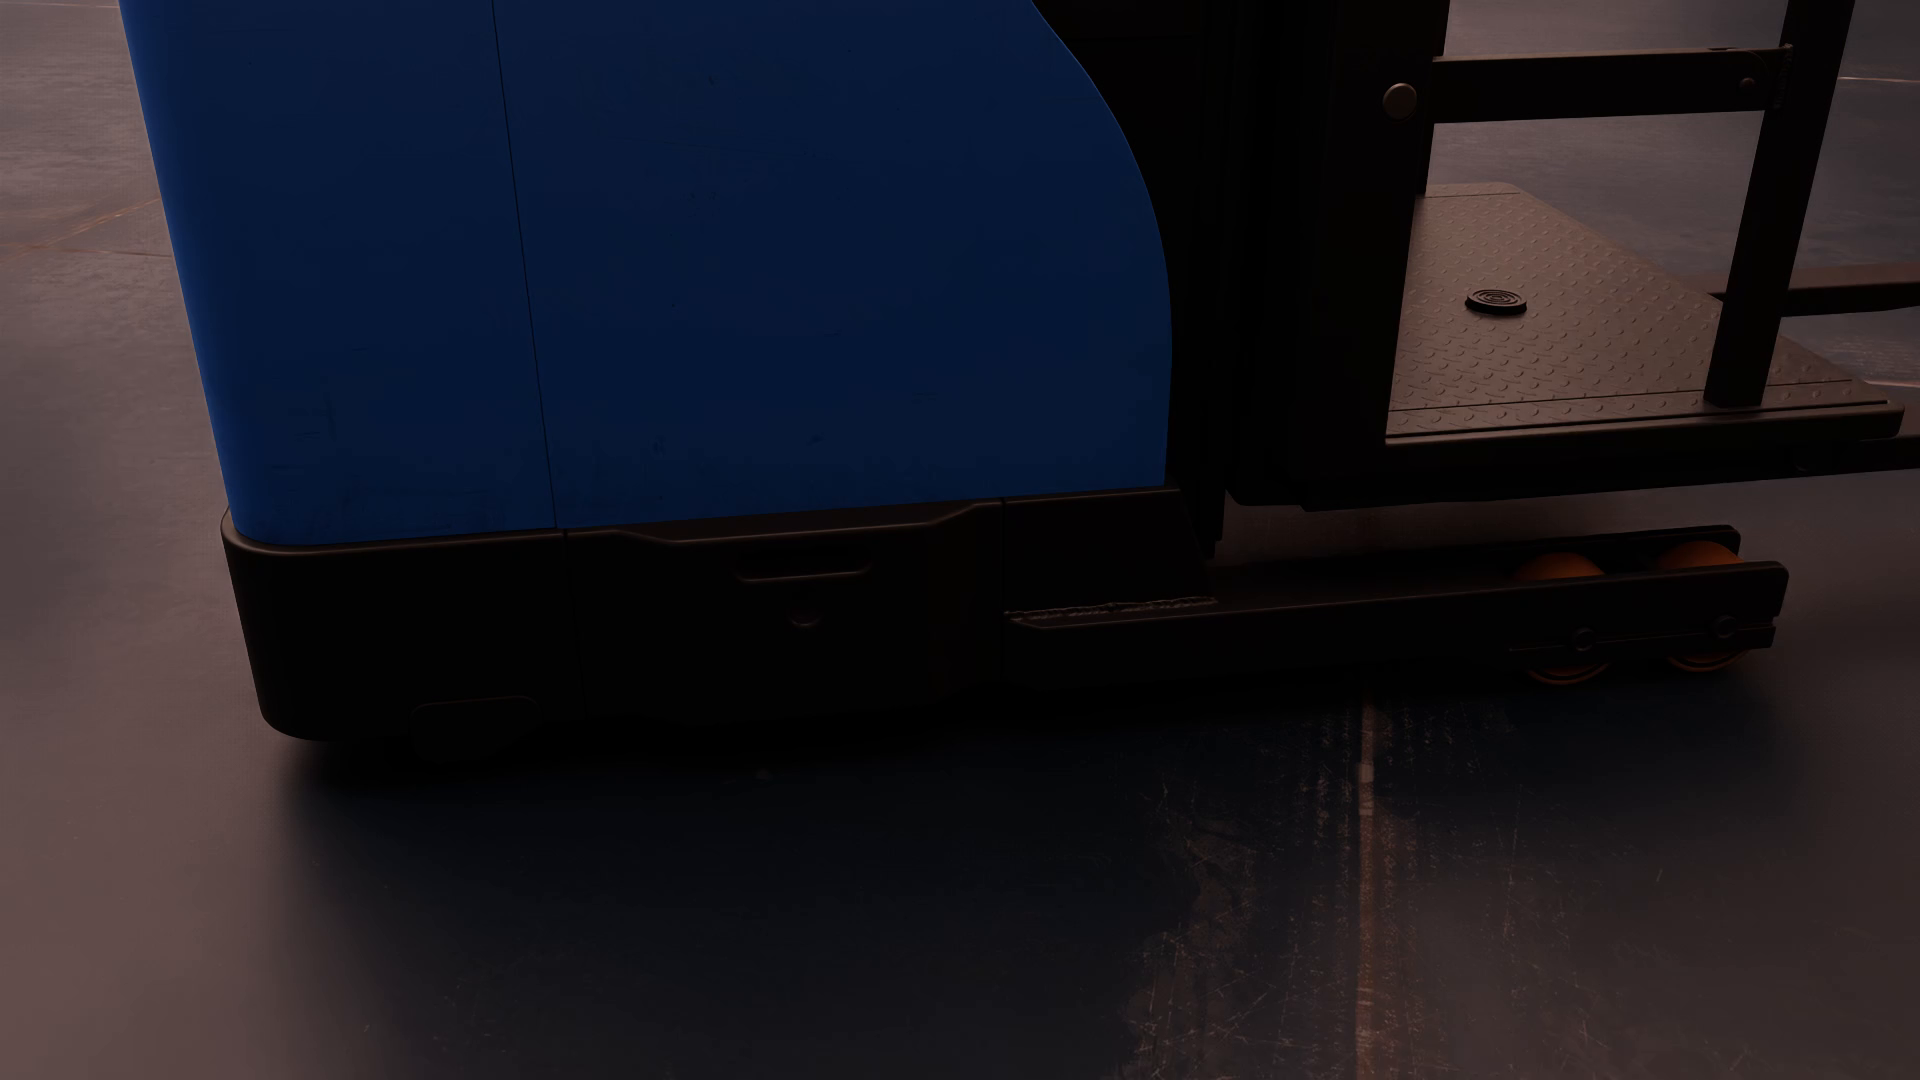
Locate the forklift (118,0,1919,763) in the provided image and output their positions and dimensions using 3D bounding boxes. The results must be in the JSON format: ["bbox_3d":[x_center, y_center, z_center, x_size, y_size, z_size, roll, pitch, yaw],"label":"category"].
[{"bbox_3d":[0.600,-1.354,1.930,3.031,2.935,1.130,-4,27,-9],"label":"forklift"}]
